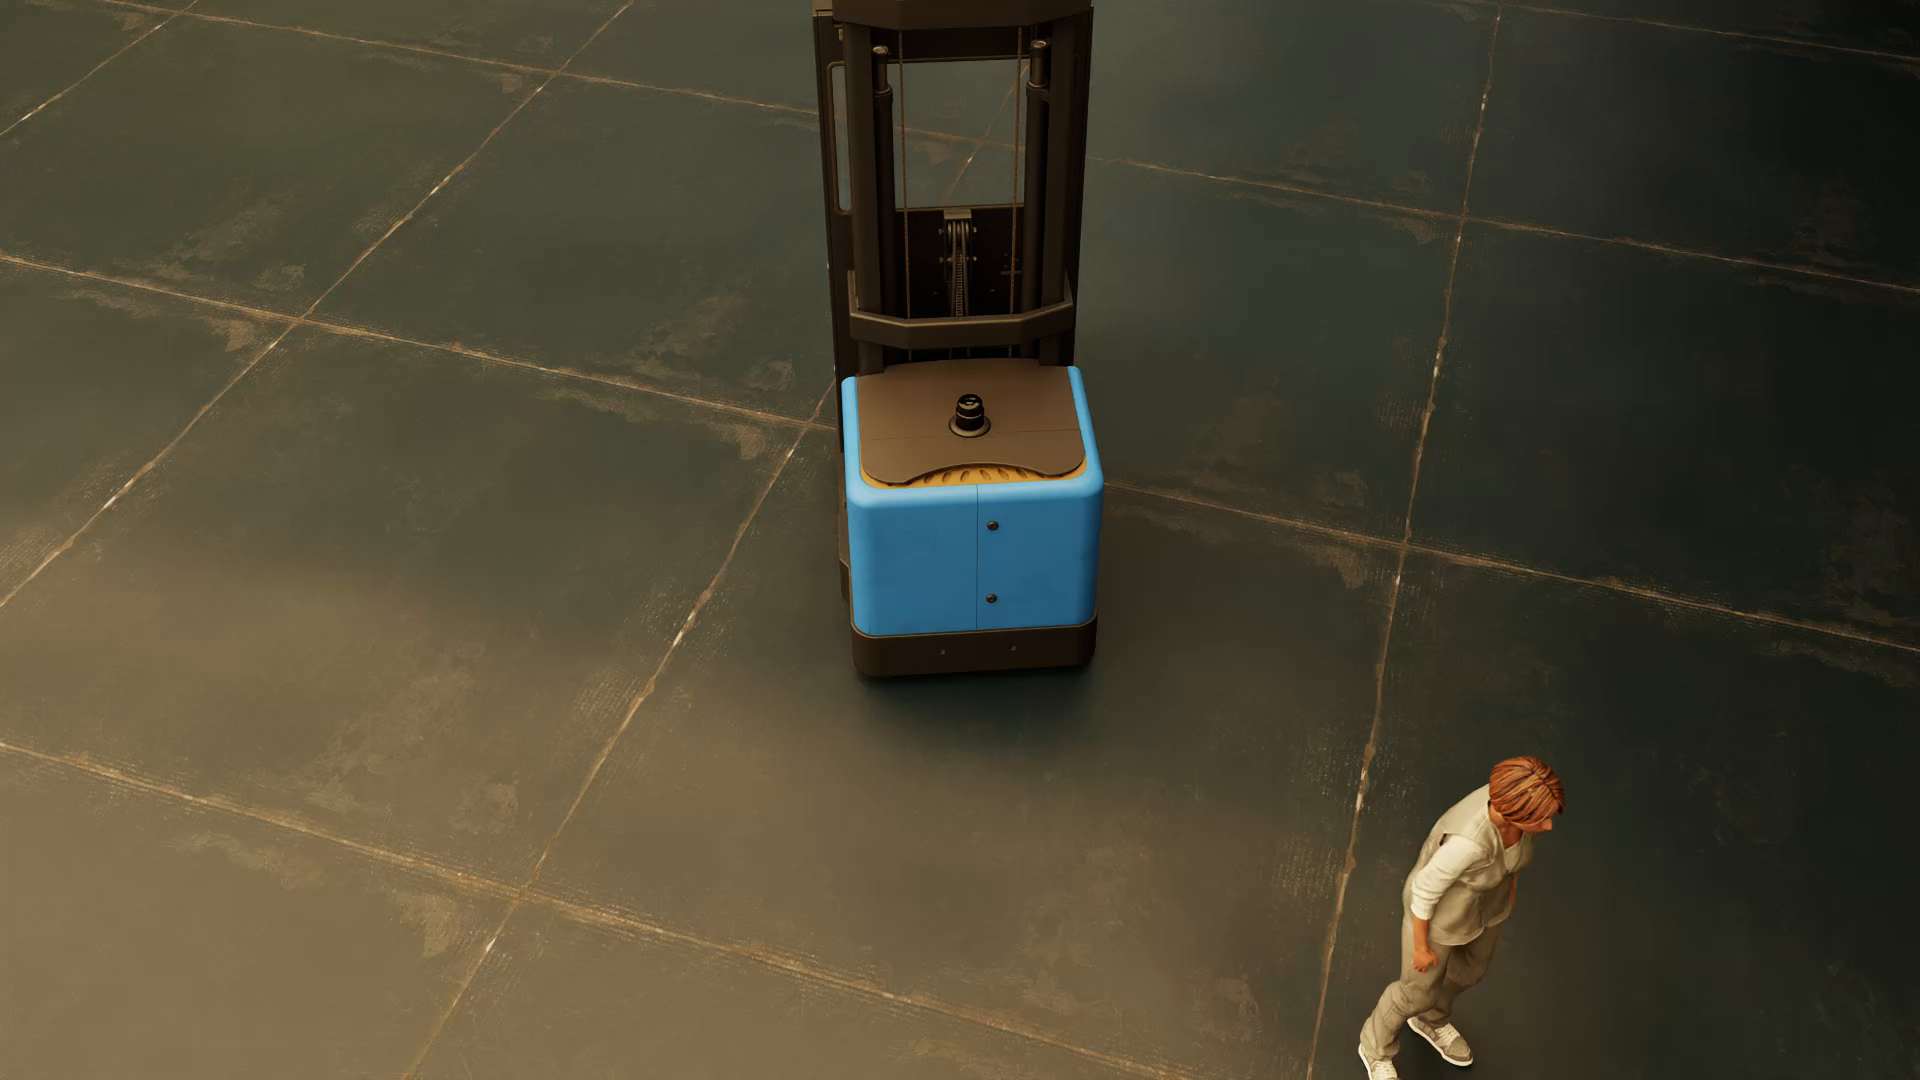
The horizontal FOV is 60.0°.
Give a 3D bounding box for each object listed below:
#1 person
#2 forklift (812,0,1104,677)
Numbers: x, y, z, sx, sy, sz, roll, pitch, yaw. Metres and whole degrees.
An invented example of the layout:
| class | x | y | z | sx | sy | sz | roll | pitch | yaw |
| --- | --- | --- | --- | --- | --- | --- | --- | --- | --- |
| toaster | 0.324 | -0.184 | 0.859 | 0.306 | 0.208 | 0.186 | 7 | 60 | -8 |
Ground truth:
| class | x | y | z | sx | sy | sz | roll | pitch | yaw |
| --- | --- | --- | --- | --- | --- | --- | --- | --- | --- |
| person | 1.607 | 1.215 | 5.366 | 0.485 | 1.593 | 0.344 | -24 | 48 | -23 |
| forklift | -0.048 | -1.486 | 7.287 | 1.130 | 2.935 | 3.031 | -3 | 43 | -3 |
